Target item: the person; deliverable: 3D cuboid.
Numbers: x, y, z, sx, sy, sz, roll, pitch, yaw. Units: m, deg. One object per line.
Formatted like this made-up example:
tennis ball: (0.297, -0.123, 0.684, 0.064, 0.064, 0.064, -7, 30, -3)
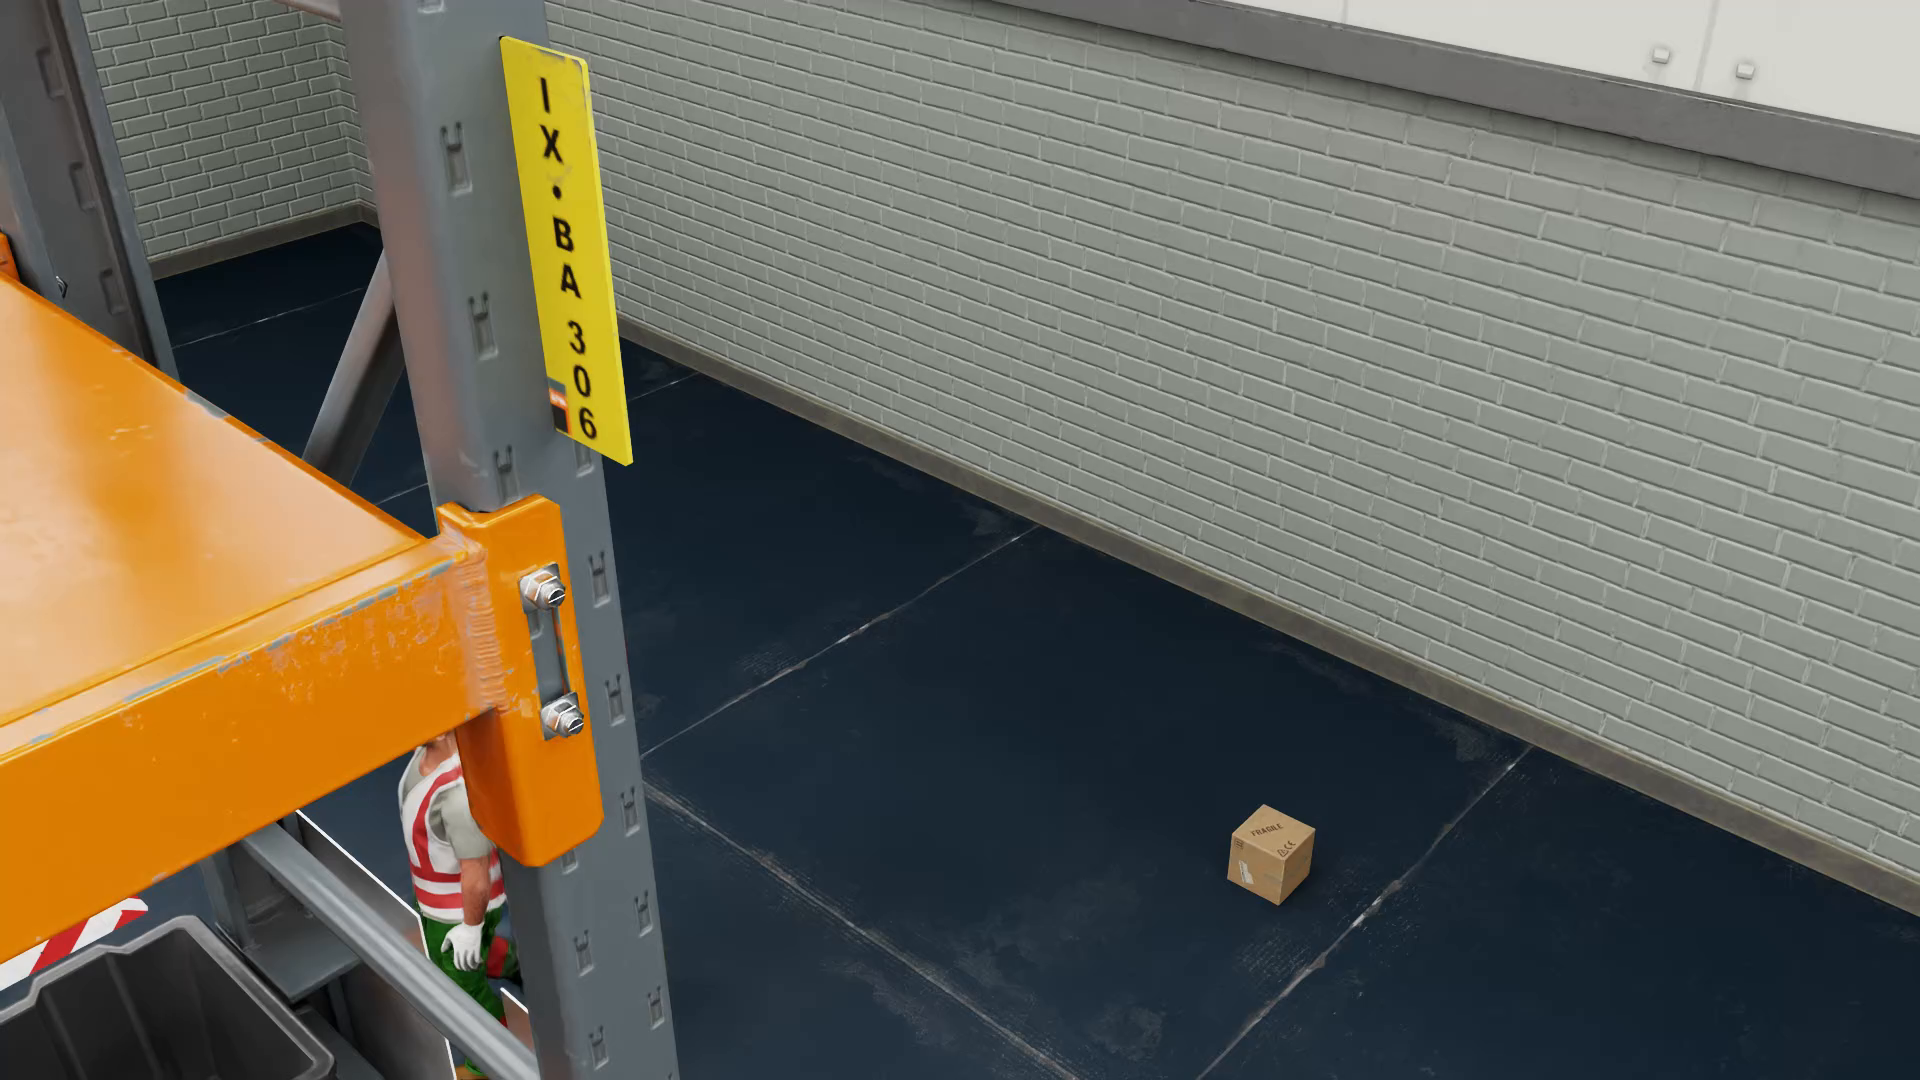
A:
person: (-1.656, 1.162, 5.637, 0.569, 1.782, 0.537, -13, 33, -20)
